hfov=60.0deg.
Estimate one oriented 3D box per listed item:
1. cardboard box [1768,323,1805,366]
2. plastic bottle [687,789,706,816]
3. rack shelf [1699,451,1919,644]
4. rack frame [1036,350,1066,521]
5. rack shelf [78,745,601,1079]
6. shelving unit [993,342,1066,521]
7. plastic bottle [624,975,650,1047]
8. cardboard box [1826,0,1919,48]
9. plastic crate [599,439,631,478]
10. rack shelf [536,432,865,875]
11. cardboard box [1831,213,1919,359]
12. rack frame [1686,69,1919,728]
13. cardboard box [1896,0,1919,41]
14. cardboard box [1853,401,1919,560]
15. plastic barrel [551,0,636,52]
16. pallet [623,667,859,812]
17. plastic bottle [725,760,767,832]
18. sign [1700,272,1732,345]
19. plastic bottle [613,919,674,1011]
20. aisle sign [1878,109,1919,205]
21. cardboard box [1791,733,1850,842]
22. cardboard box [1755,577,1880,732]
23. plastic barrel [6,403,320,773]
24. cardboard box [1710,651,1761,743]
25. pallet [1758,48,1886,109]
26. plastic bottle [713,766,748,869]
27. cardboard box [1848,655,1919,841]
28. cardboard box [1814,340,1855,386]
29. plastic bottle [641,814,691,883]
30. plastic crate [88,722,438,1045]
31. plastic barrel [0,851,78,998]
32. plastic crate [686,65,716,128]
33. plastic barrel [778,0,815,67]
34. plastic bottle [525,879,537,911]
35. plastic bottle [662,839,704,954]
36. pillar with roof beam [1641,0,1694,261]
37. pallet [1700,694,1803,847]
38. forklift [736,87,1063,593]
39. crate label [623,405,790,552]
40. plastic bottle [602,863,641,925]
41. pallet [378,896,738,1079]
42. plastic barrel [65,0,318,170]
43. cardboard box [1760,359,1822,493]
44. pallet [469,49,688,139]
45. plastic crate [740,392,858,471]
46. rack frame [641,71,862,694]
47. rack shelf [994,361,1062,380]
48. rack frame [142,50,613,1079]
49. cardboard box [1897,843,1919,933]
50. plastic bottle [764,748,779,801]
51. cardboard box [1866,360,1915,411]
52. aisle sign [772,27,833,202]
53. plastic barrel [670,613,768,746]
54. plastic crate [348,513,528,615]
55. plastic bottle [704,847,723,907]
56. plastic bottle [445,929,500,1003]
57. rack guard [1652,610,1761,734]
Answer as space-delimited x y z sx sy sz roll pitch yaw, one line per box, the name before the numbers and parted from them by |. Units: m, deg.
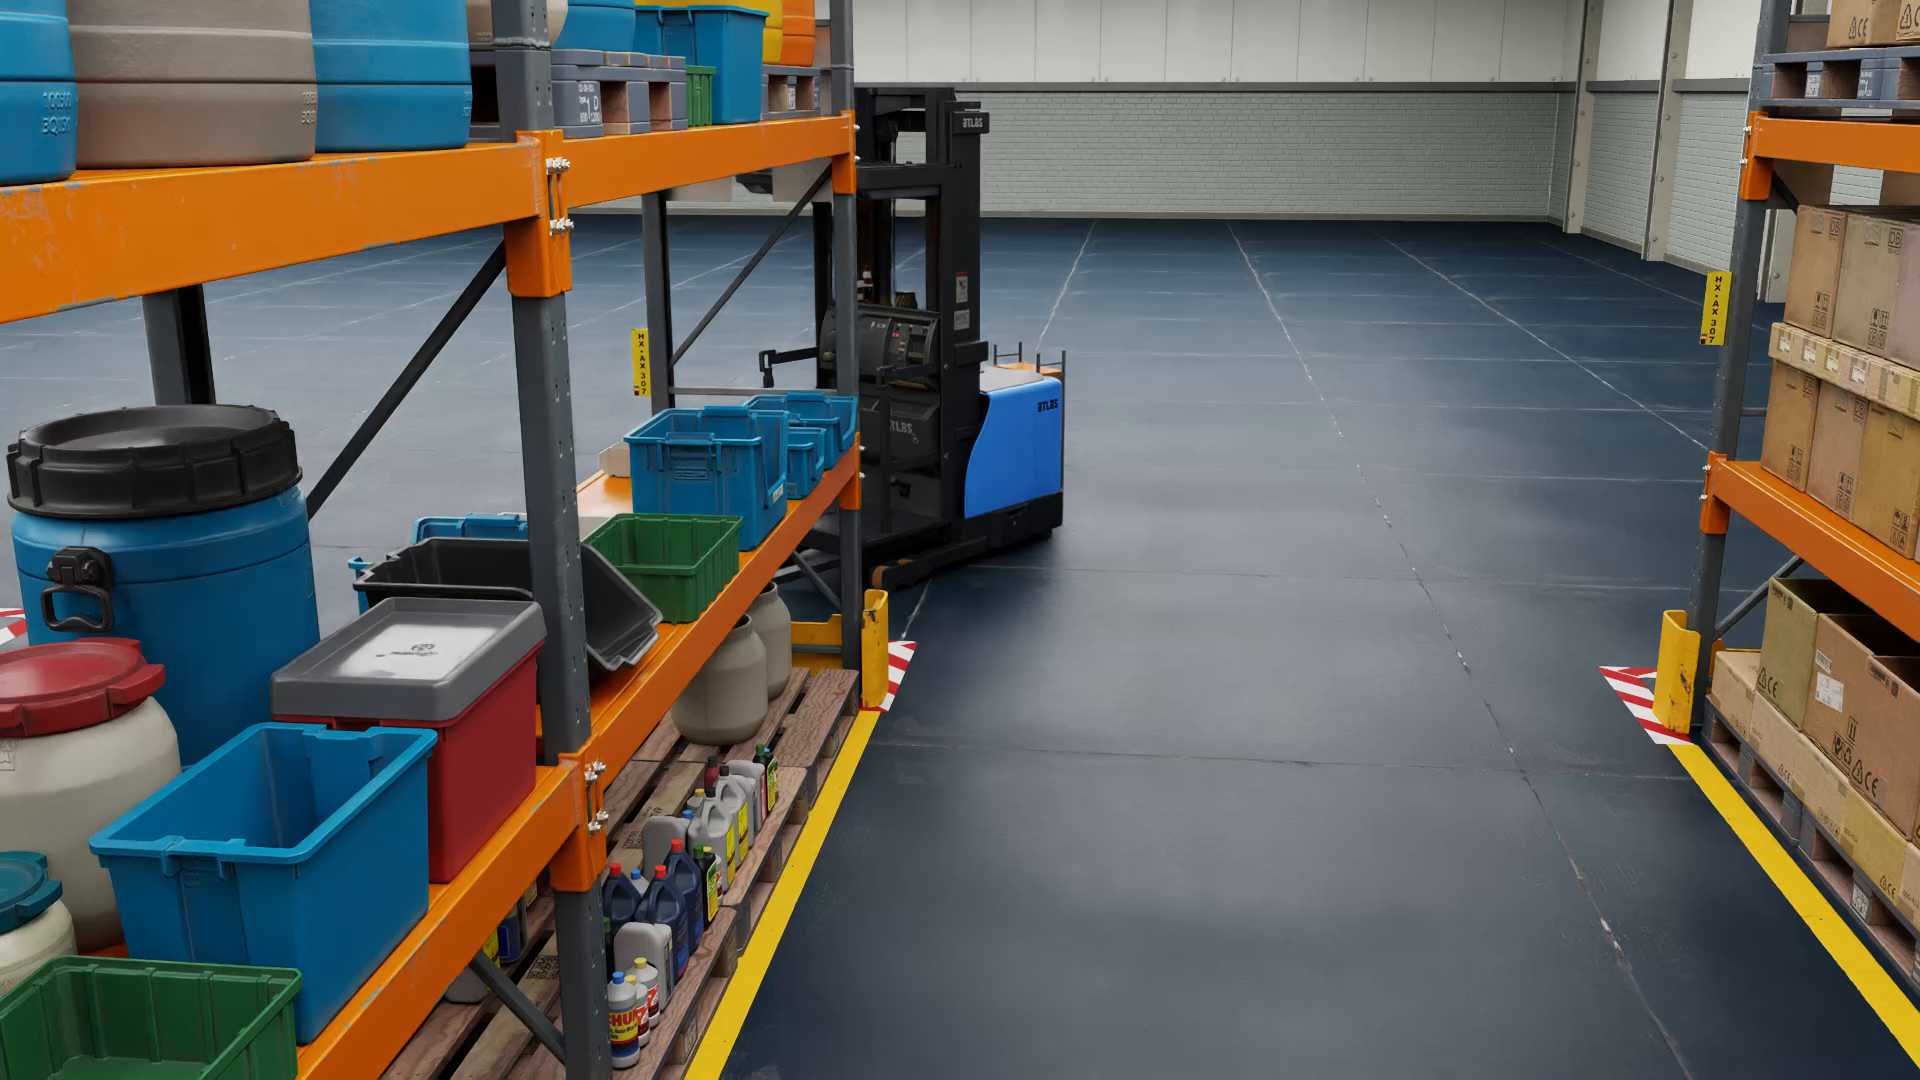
cardboard box | 3.672 -0.828 7.042 0.380 0.149 0.250 2 15 6
plastic bottle | -0.960 1.021 6.158 0.097 0.201 0.097 0 15 0
rack shelf | 3.704 0.304 5.669 1.077 0.370 4.000 2 15 6
rack frame | 0.618 -0.698 11.444 0.240 1.200 0.015 -10 18 -34
rack shelf | -1.668 1.195 2.375 1.077 0.370 4.000 2 15 6
shelving unit | 0.477 -0.750 11.637 0.258 1.200 0.503 -10 18 -34
plastic bottle | -0.960 1.371 4.863 0.097 0.201 0.097 0 15 0
cardboard box | 3.861 -2.181 6.464 0.797 0.503 0.637 3 15 10
plastic crate | -1.412 -0.359 7.247 0.298 0.136 0.250 2 15 6
rack shelf | -1.217 0.157 6.212 1.077 0.370 4.000 2 15 6
cardboard box | 3.805 -0.965 6.308 0.700 0.500 0.500 1 15 5
rack frame | 3.930 -0.562 7.493 1.000 3.000 0.127 2 15 6
cardboard box | 3.471 -1.906 5.452 0.500 0.500 0.500 2 15 6
cardboard box | 3.748 -0.224 6.054 0.700 0.500 0.500 2 15 7
plastic barrel | -1.224 -1.819 4.631 0.600 0.901 0.708 2 15 6
pallet | -1.050 0.869 7.543 1.003 0.211 1.213 2 15 6
plastic bottle | -0.819 0.948 6.286 0.152 0.276 0.135 2 15 7
sign | 3.379 -1.036 7.436 0.100 0.325 0.005 2 15 6
plastic bottle | -0.962 1.277 5.069 0.152 0.276 0.135 2 15 8
aisle sign | 4.229 -1.825 7.185 0.394 0.787 0.004 2 15 6
cardboard box | 3.539 0.955 6.347 0.500 0.250 0.500 2 15 6
cardboard box | 3.594 0.463 6.729 0.500 0.500 0.500 2 15 6
plastic barrel | -1.787 0.178 3.796 0.600 0.901 0.708 2 15 6
cardboard box | 3.648 0.695 7.307 0.500 0.250 0.500 2 15 6
pallet | 3.825 -1.784 6.438 1.003 0.211 1.213 2 15 6
plastic bottle | -0.849 0.991 5.984 0.144 0.351 0.185 2 15 9
cardboard box | 3.477 0.722 5.771 0.500 0.500 0.500 2 15 6
cardboard box | 3.615 -0.694 6.550 0.380 0.149 0.250 2 15 6
plastic bottle | -1.020 1.077 5.807 0.152 0.276 0.135 2 15 6
plastic crate | -1.258 0.632 3.110 0.392 0.384 0.575 2 15 6
plastic barrel | -1.744 0.734 2.965 0.301 0.262 0.301 0 15 0
plastic crate | -0.994 -1.418 5.319 0.336 0.188 0.450 2 15 6
plastic barrel | -0.920 -2.437 7.054 0.600 0.830 0.708 2 15 6
plastic bottle | -1.493 1.115 5.653 0.061 0.283 0.133 2 15 6
plastic bottle | -0.918 1.149 5.398 0.144 0.351 0.185 1 15 4
pillar with roof beam | 8.064 -9.457 28.897 9.100 9.000 0.400 2 15 6
pallet | 3.885 0.984 7.119 1.003 0.211 1.213 2 15 6
forklift | -0.646 -1.245 10.153 1.130 2.935 3.031 13 20 39
crate label | -0.930 -0.240 6.237 0.502 0.435 0.616 2 15 6
plastic bottle | -1.082 1.194 5.232 0.144 0.351 0.185 2 15 6
pallet | -1.325 1.502 5.203 1.003 0.211 1.213 2 15 6
plastic barrel | -1.358 -1.053 2.604 0.600 0.901 0.600 0 15 0
cardboard box | 3.865 -0.489 7.034 0.700 0.500 0.500 2 15 6
pallet | -1.458 -1.218 4.535 1.213 0.211 1.003 2 15 6
plastic crate | -0.750 -0.498 7.543 0.499 0.251 0.616 2 15 6
rack frame | -0.991 -0.709 8.036 1.000 3.000 0.127 2 15 6
rack shelf | 0.477 -1.129 11.534 0.258 0.148 0.480 -10 18 -34
rack frame | -1.443 0.329 4.199 1.000 3.000 0.127 2 15 6
cardboard box | 3.422 1.214 5.389 0.500 0.250 0.500 2 15 6
plastic bottle | -0.763 0.919 6.535 0.097 0.201 0.097 0 15 0
cardboard box | 3.557 -0.560 6.052 0.380 0.149 0.250 1 15 4
aisle sign | -0.688 -1.973 7.733 0.394 0.787 0.004 2 15 6
plastic barrel | -1.046 0.593 7.186 0.421 0.512 0.421 0 15 0
plastic crate | -1.588 0.106 5.310 0.499 0.251 0.616 2 15 6
plastic bottle | -0.863 1.148 5.686 0.097 0.201 0.097 0 15 0
plastic bottle | -1.513 1.224 5.121 0.144 0.351 0.185 2 15 6
rack guard | 3.933 0.639 7.842 1.175 0.500 0.348 2 15 6
